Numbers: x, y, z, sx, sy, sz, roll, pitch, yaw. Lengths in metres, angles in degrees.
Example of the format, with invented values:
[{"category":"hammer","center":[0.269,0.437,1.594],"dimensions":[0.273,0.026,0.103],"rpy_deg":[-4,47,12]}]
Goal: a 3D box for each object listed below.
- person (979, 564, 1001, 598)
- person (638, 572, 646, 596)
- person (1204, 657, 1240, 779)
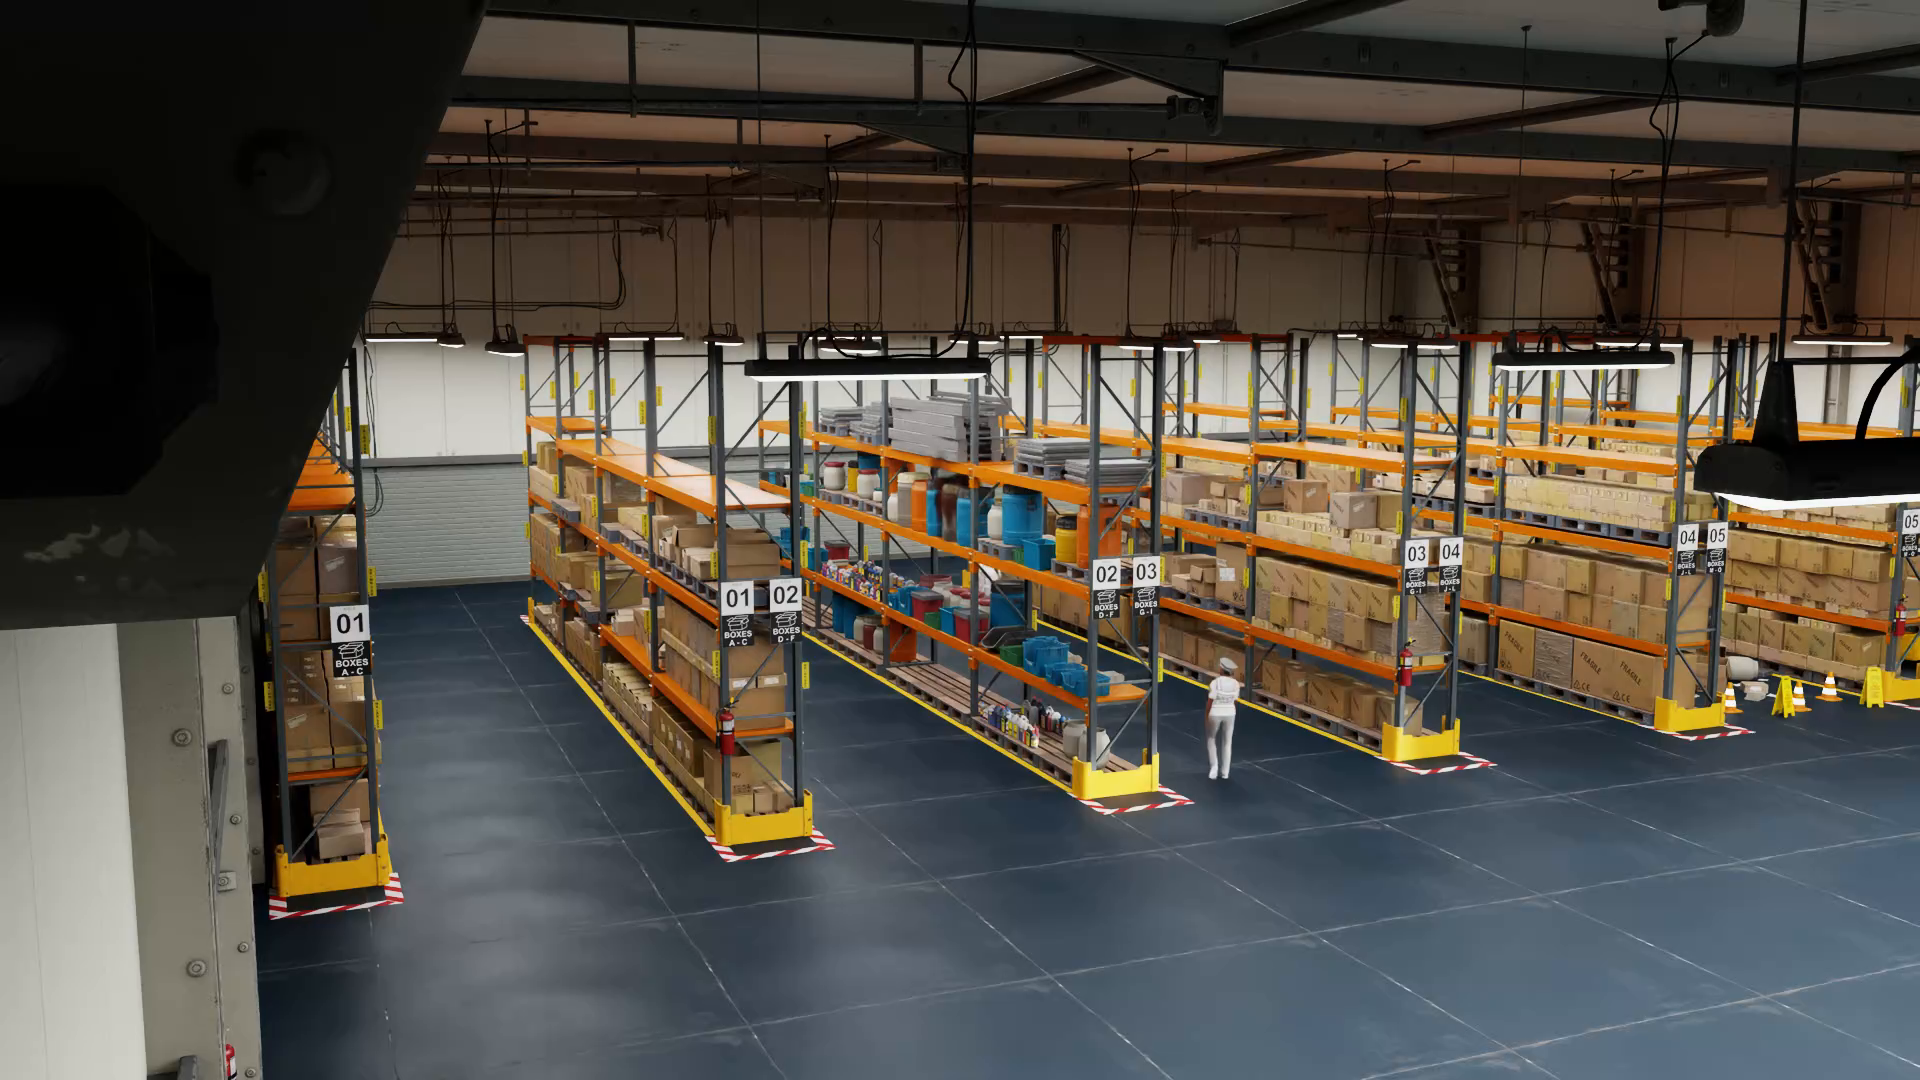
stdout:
[{"category":"person","center":[0.597,1.060,33.231],"dimensions":[0.631,1.731,1.032],"rpy_deg":[-3,8,-19]},{"category":"person","center":[-7.019,0.714,36.112],"dimensions":[0.491,1.657,0.417],"rpy_deg":[2,8,13]},{"category":"person","center":[3.612,2.454,22.953],"dimensions":[0.475,1.718,0.455],"rpy_deg":[1,8,9]}]
